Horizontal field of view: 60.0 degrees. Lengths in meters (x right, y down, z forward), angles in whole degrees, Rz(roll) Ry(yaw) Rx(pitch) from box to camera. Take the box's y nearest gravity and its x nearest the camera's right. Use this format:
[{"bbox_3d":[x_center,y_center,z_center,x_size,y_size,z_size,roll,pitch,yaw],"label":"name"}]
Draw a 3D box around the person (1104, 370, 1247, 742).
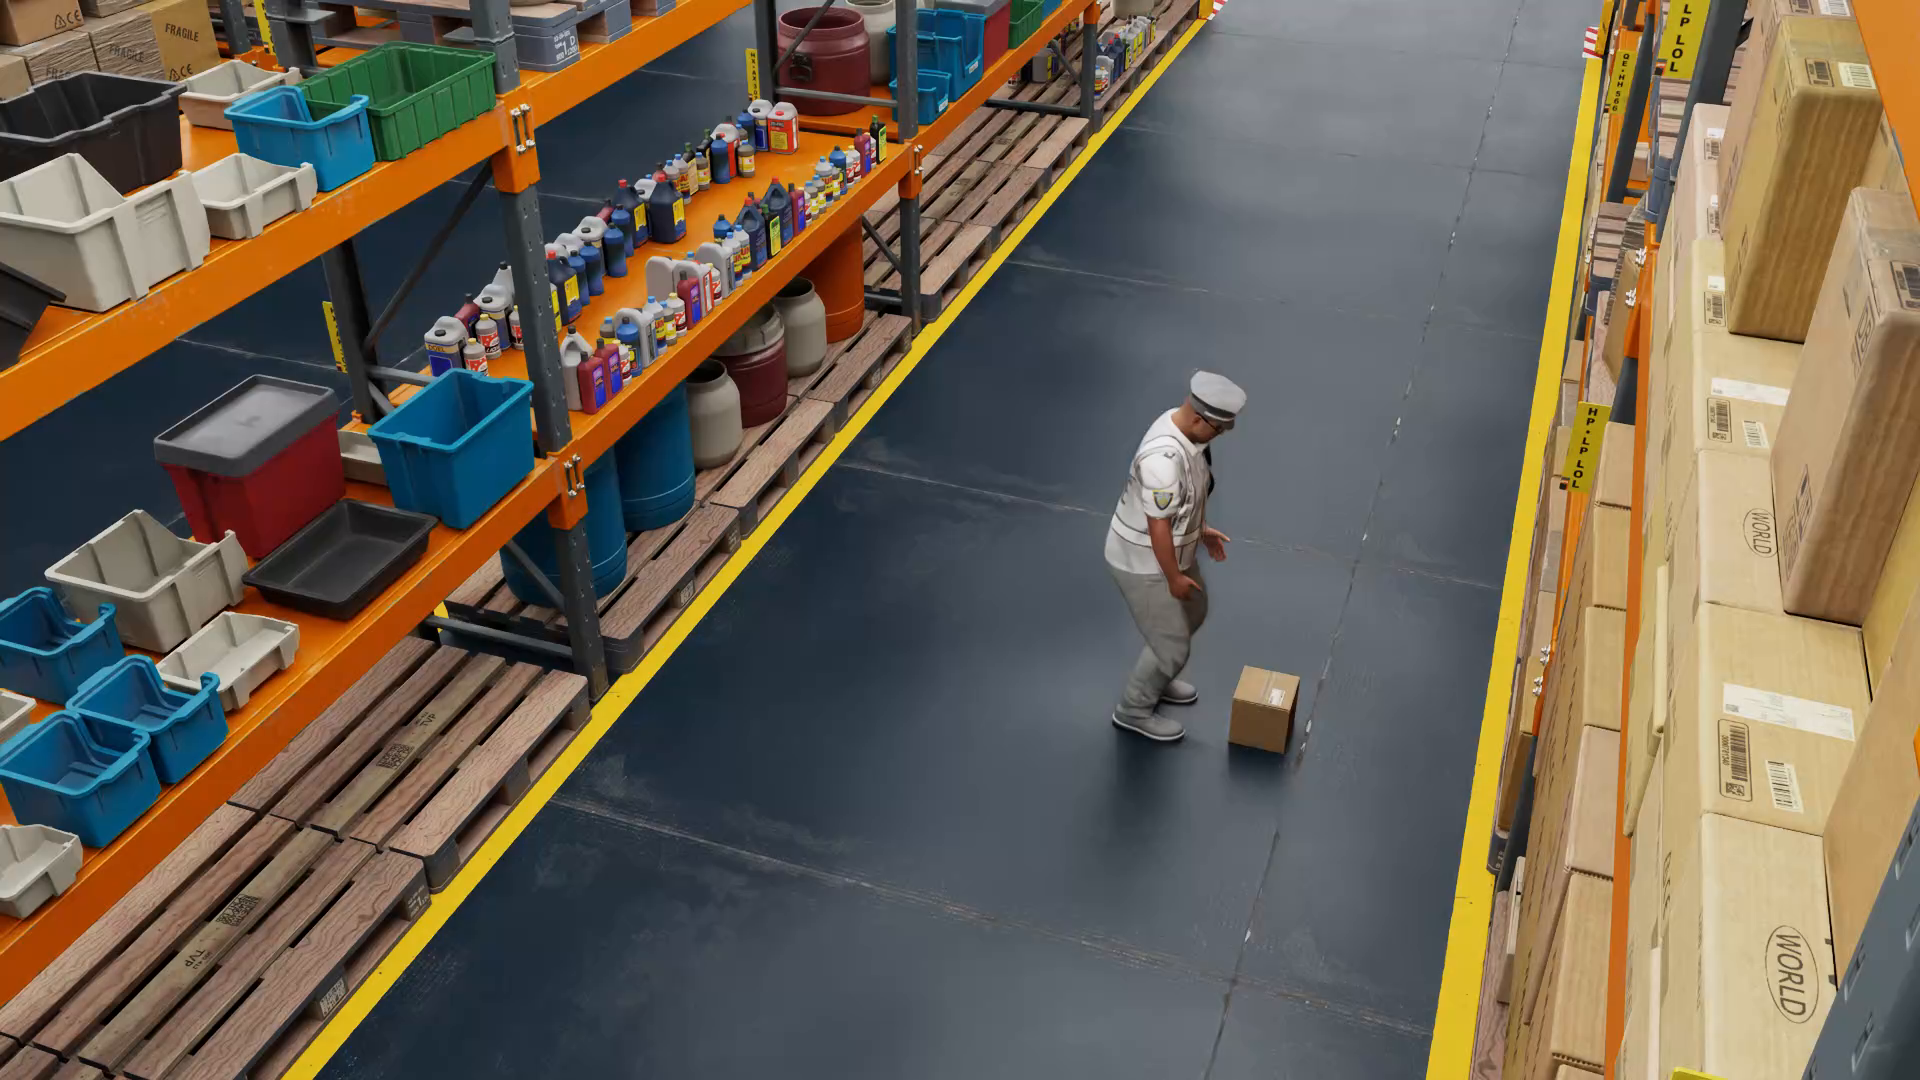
[{"bbox_3d":[0.898,0.053,7.121,0.517,1.691,0.561,12,35,18],"label":"person"}]
